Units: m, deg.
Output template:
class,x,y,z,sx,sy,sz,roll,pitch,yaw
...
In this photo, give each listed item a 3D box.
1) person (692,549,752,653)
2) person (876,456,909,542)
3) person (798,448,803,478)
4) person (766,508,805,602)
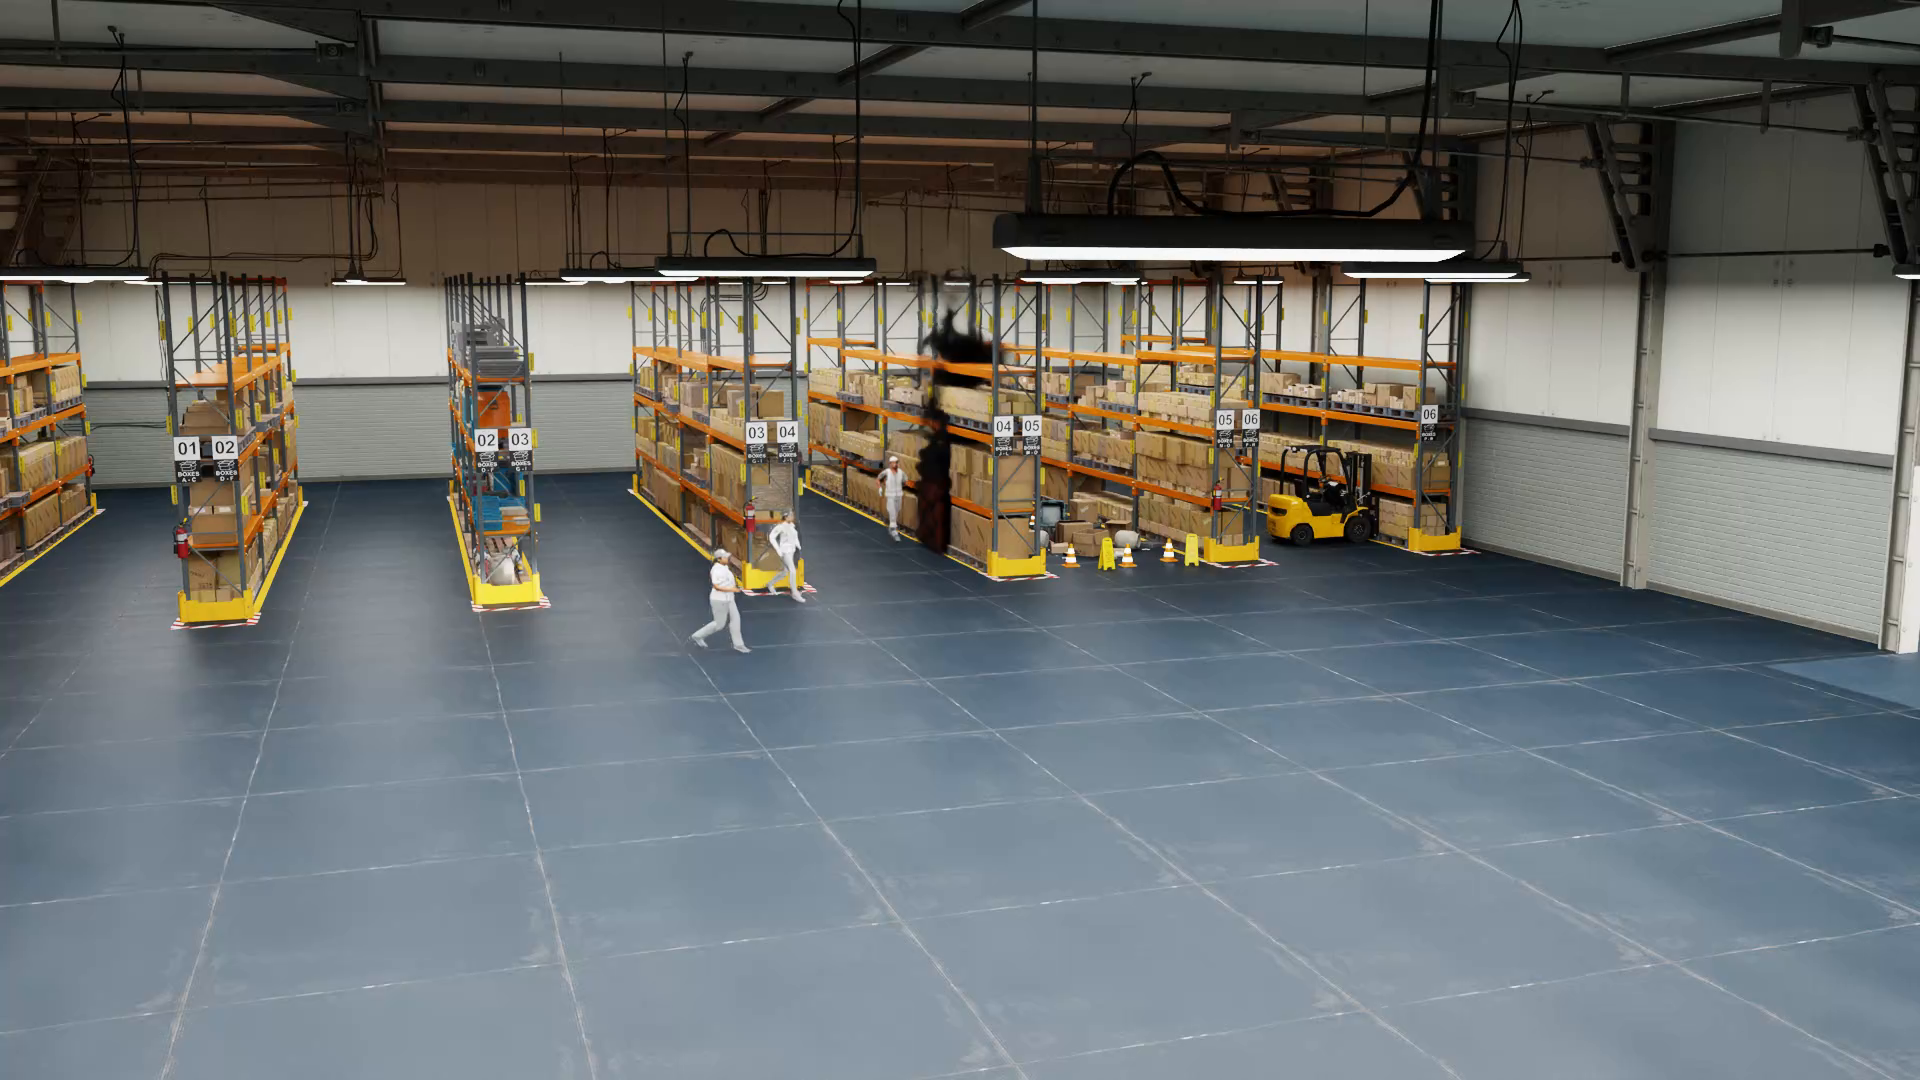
class,x,y,z,sx,sy,sz,roll,pitch,yaw
person,-3.767,0.972,26.208,0.931,1.676,0.592,1,9,5
person,-1.421,-0.907,36.010,0.658,1.811,0.909,-4,9,-24
person,-4.541,-1.872,44.671,0.691,1.747,0.645,-2,9,-13
person,-3.193,0.253,30.520,0.848,1.709,0.636,4,9,24
